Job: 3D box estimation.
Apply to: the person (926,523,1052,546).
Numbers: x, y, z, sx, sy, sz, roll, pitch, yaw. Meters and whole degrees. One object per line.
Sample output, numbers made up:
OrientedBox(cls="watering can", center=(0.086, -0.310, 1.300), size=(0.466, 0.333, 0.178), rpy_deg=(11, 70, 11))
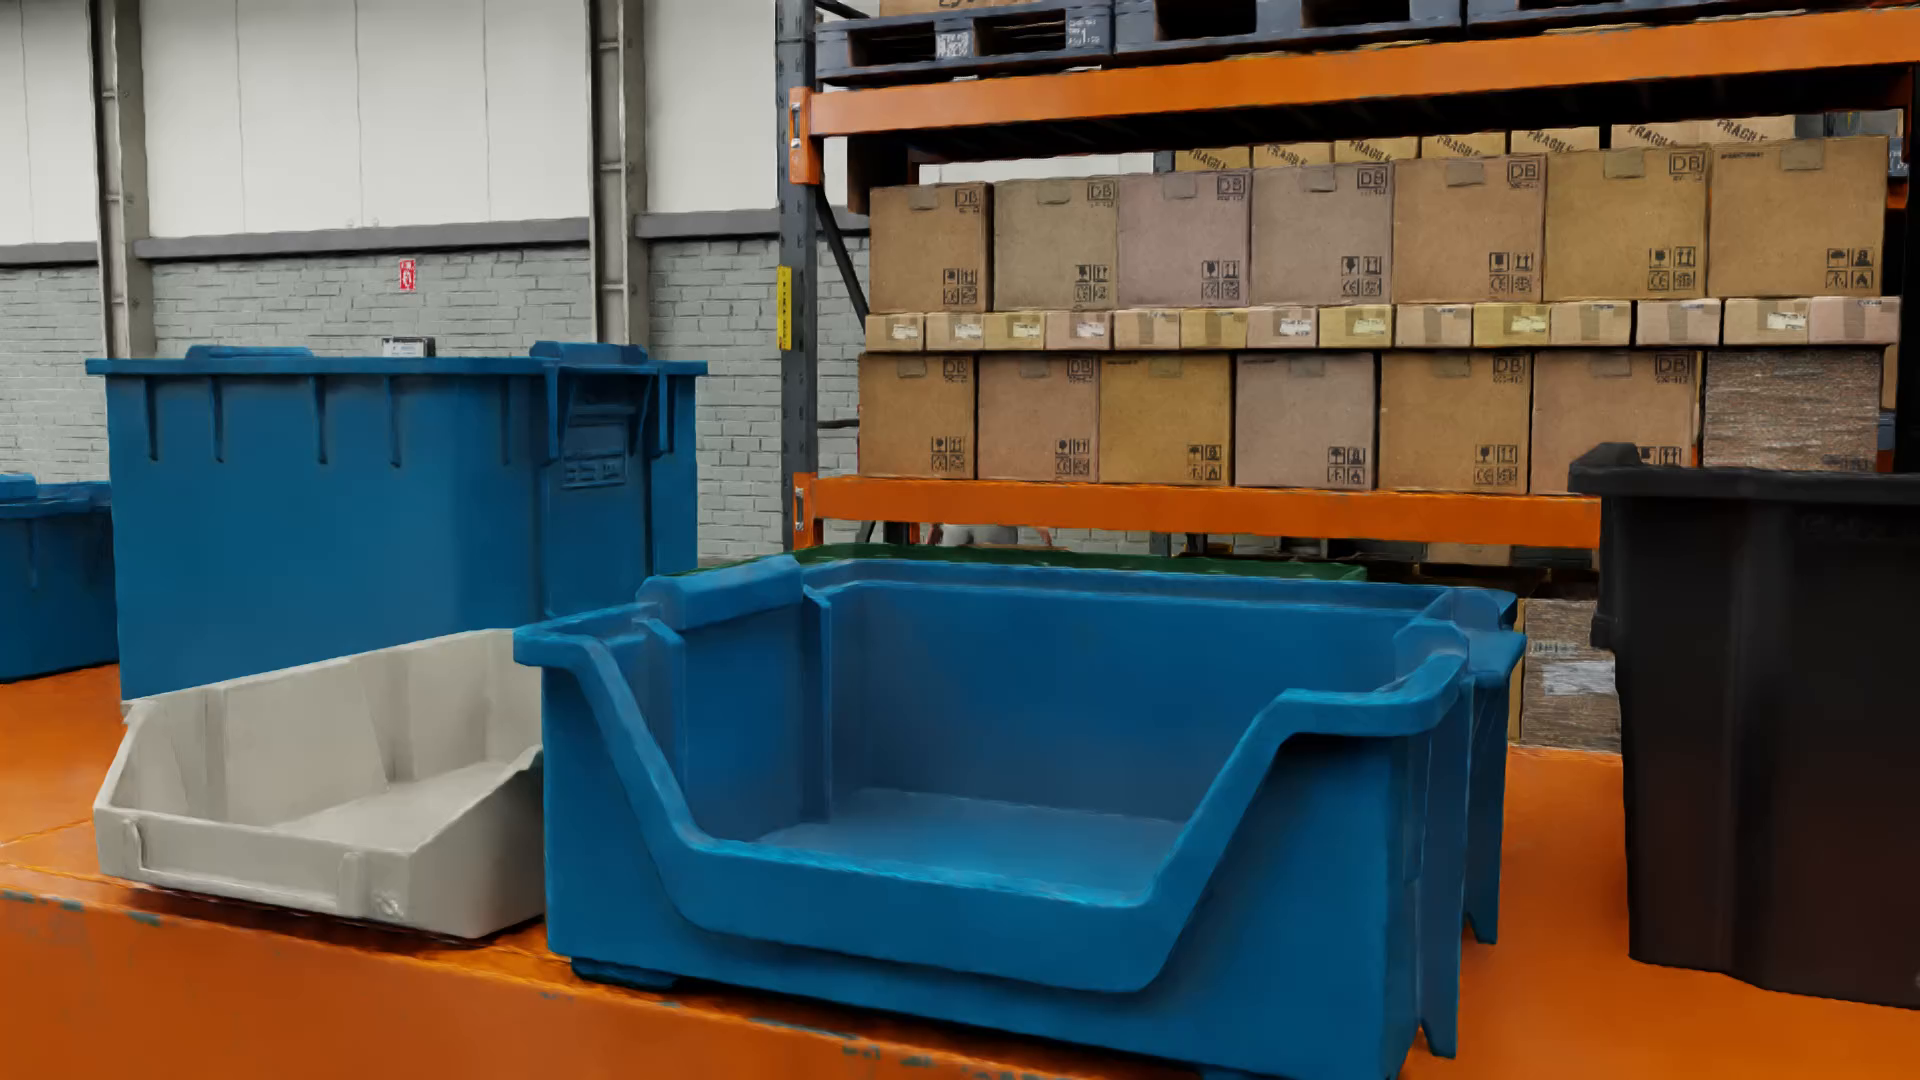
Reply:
OrientedBox(cls="person", center=(0.145, -0.081, 9.222), size=(0.761, 1.748, 0.639), rpy_deg=(1, 6, 15))
